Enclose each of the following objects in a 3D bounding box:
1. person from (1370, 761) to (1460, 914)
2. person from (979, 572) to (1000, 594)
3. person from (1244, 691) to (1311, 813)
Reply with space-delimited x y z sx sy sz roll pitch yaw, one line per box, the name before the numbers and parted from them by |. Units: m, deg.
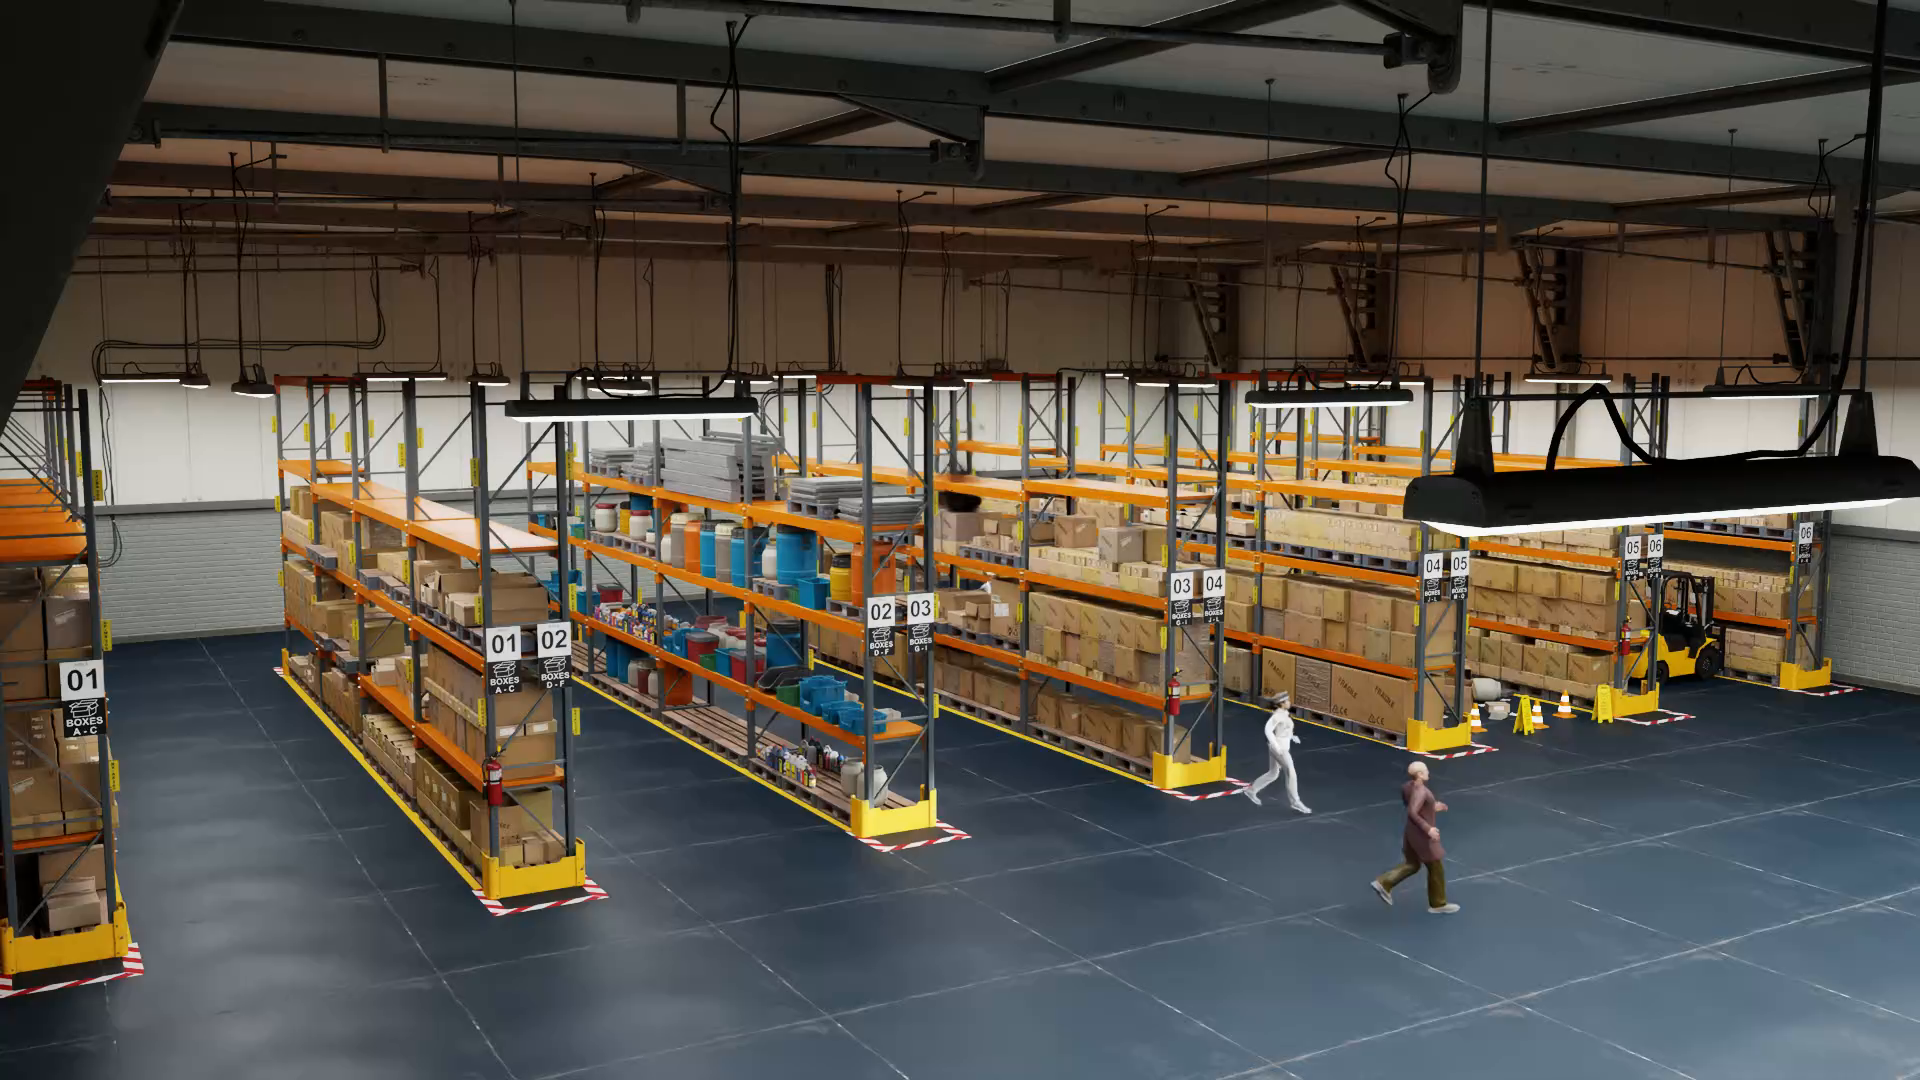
person | 5.204 3.378 18.898 1.021 1.754 0.715 -1 6 -6
person | 0.726 1.505 35.807 0.658 1.766 0.947 -3 7 -26
person | 4.452 2.944 23.257 0.922 1.697 0.632 1 6 8
